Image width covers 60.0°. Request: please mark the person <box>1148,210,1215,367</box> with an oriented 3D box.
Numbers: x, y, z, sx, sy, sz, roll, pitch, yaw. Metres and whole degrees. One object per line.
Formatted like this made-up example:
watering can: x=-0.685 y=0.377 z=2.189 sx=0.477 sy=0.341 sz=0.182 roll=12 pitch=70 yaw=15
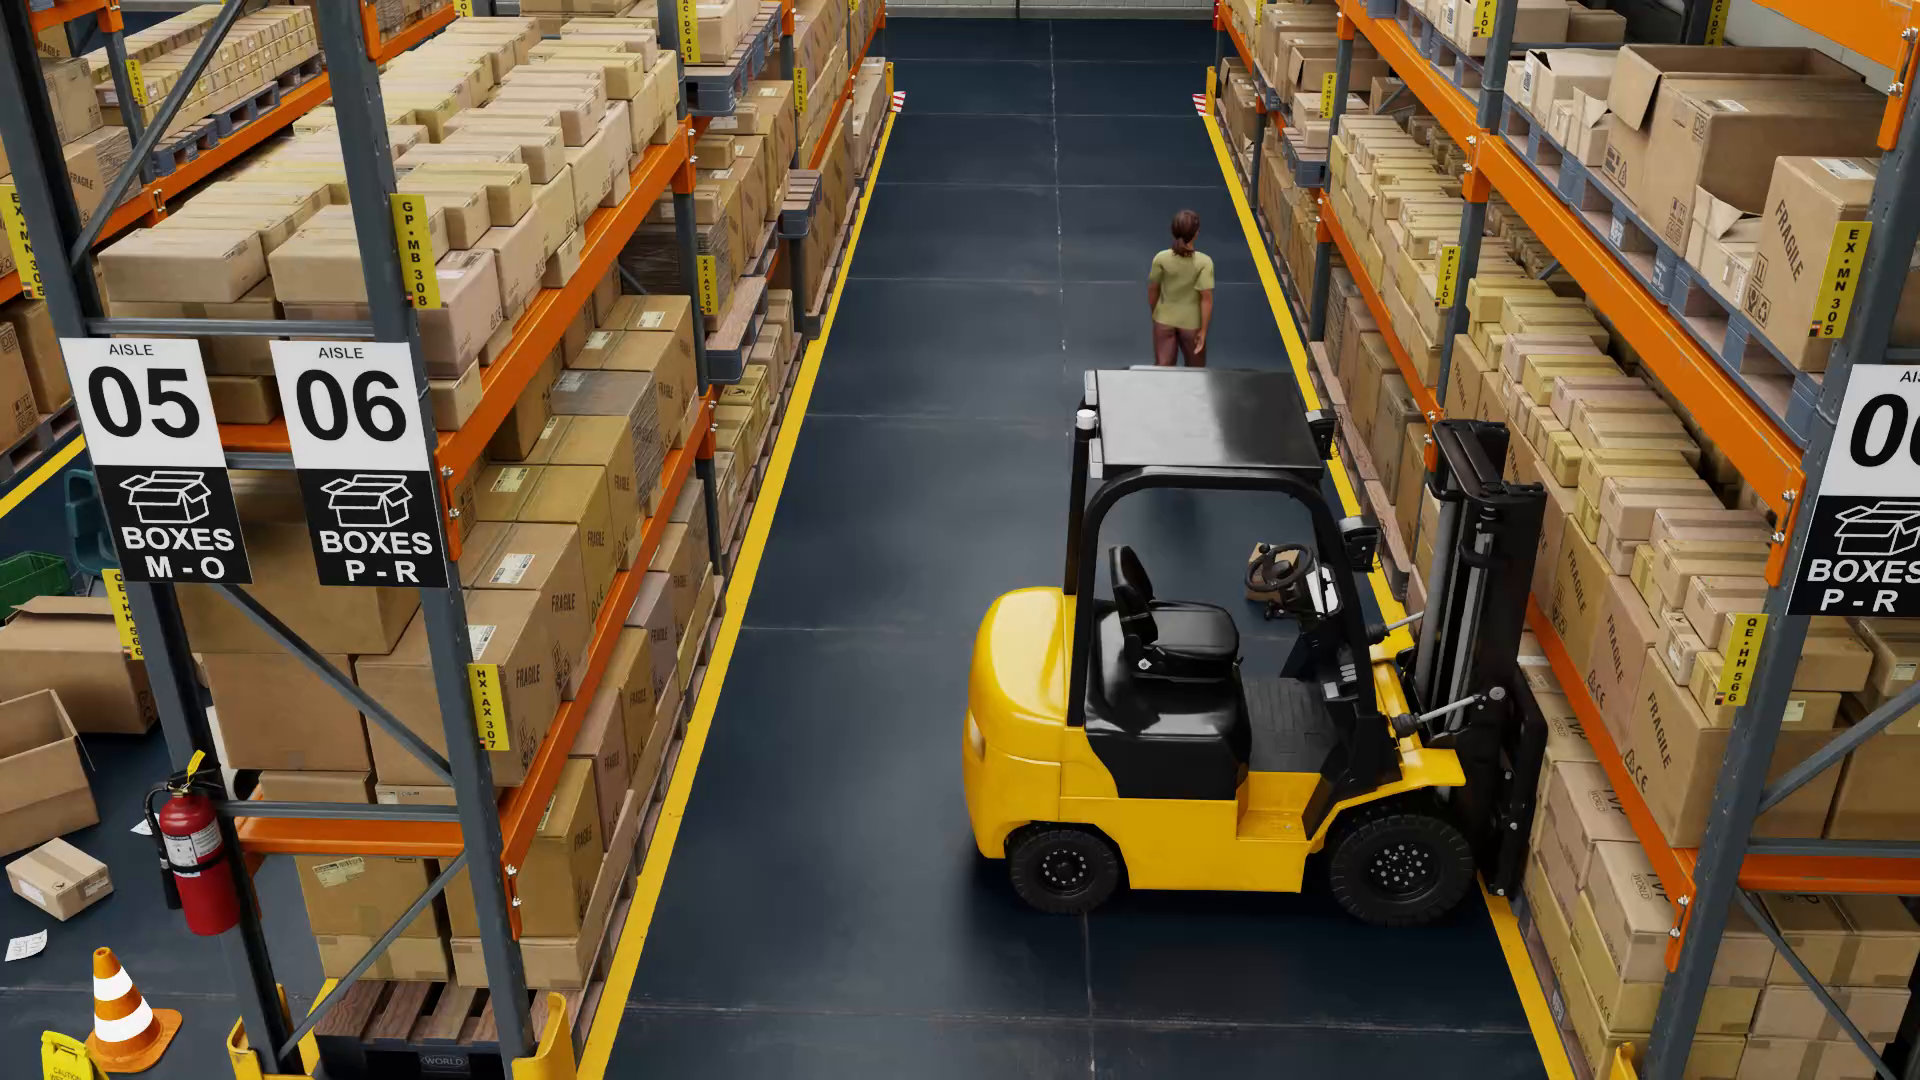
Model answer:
person: x=1.512 y=-1.522 z=11.451 sx=0.452 sy=1.636 sz=0.868 roll=5 pitch=28 yaw=9
